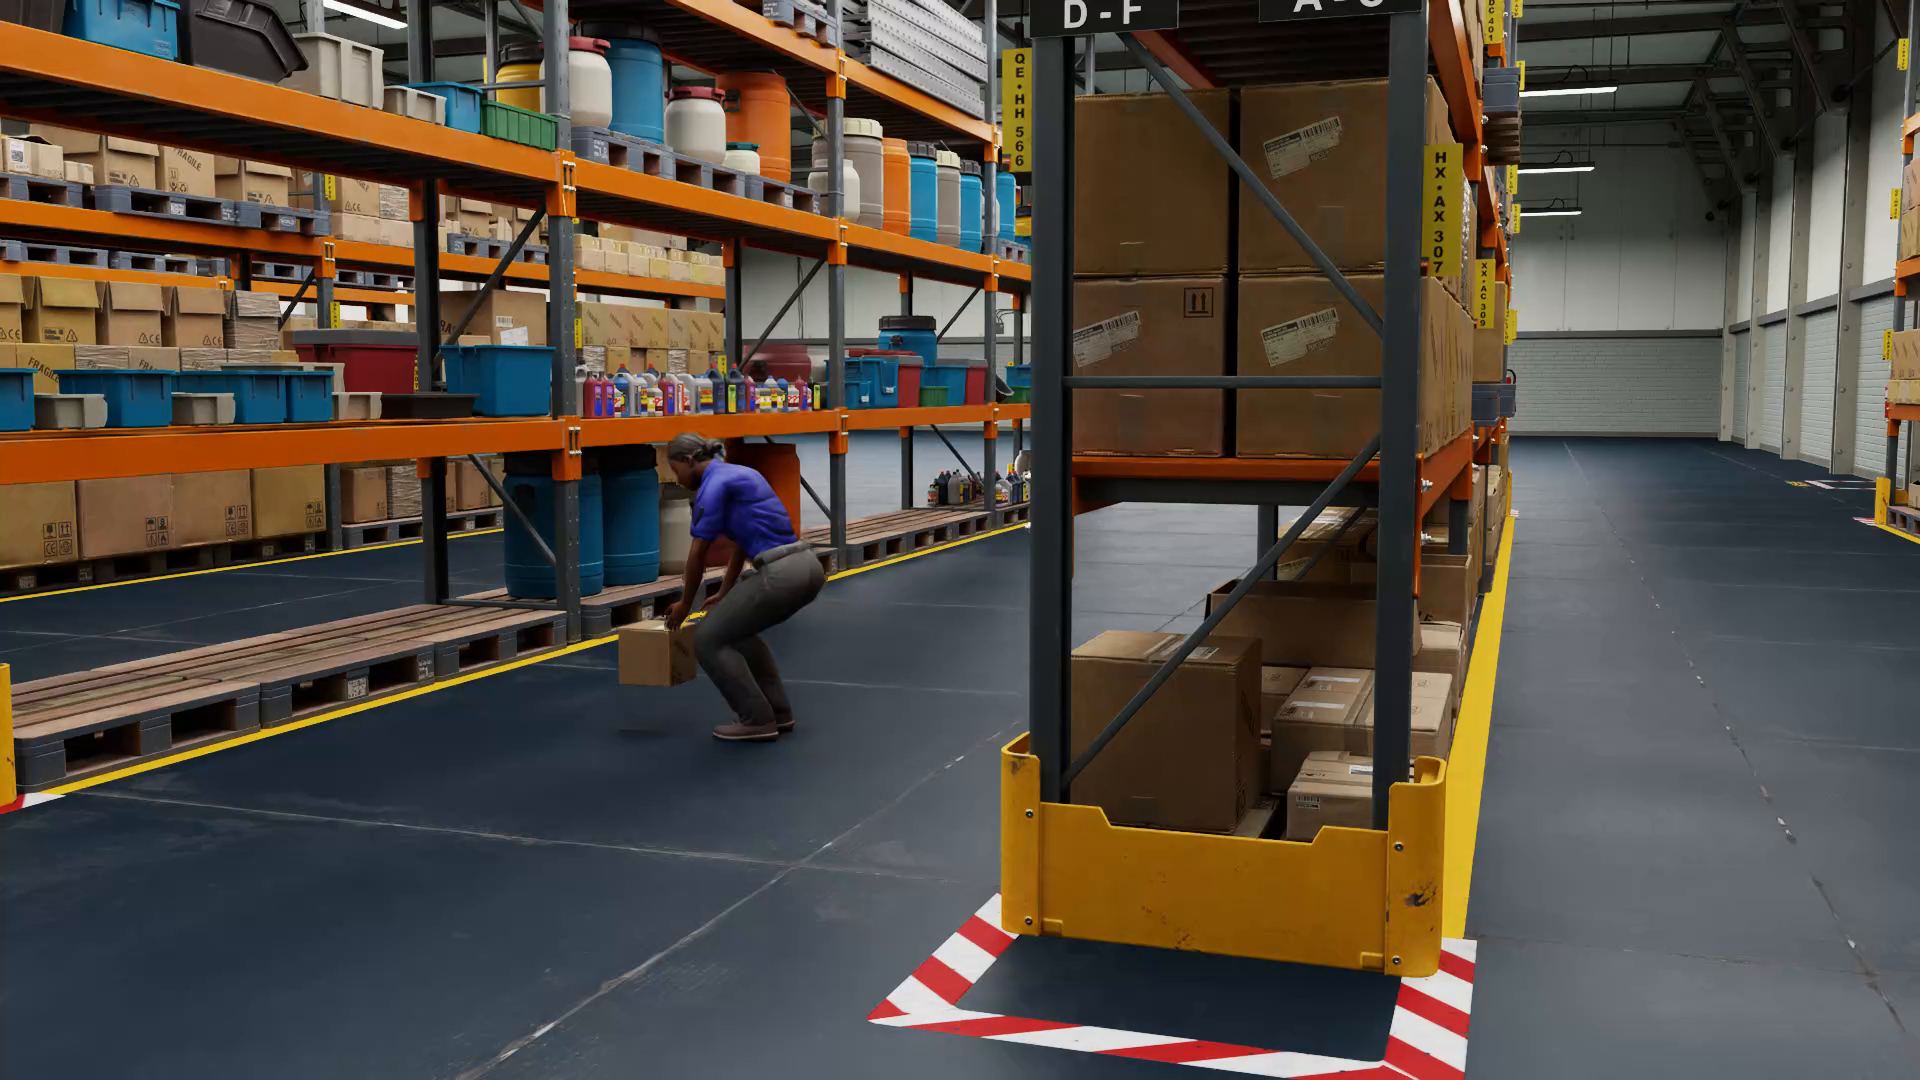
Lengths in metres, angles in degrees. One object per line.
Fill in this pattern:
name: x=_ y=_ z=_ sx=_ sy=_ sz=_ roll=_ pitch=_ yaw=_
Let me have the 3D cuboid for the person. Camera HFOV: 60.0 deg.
person: x=-0.934 y=0.195 z=7.115 sx=0.667 sy=1.308 sz=0.497 roll=2 pitch=6 yaw=19
